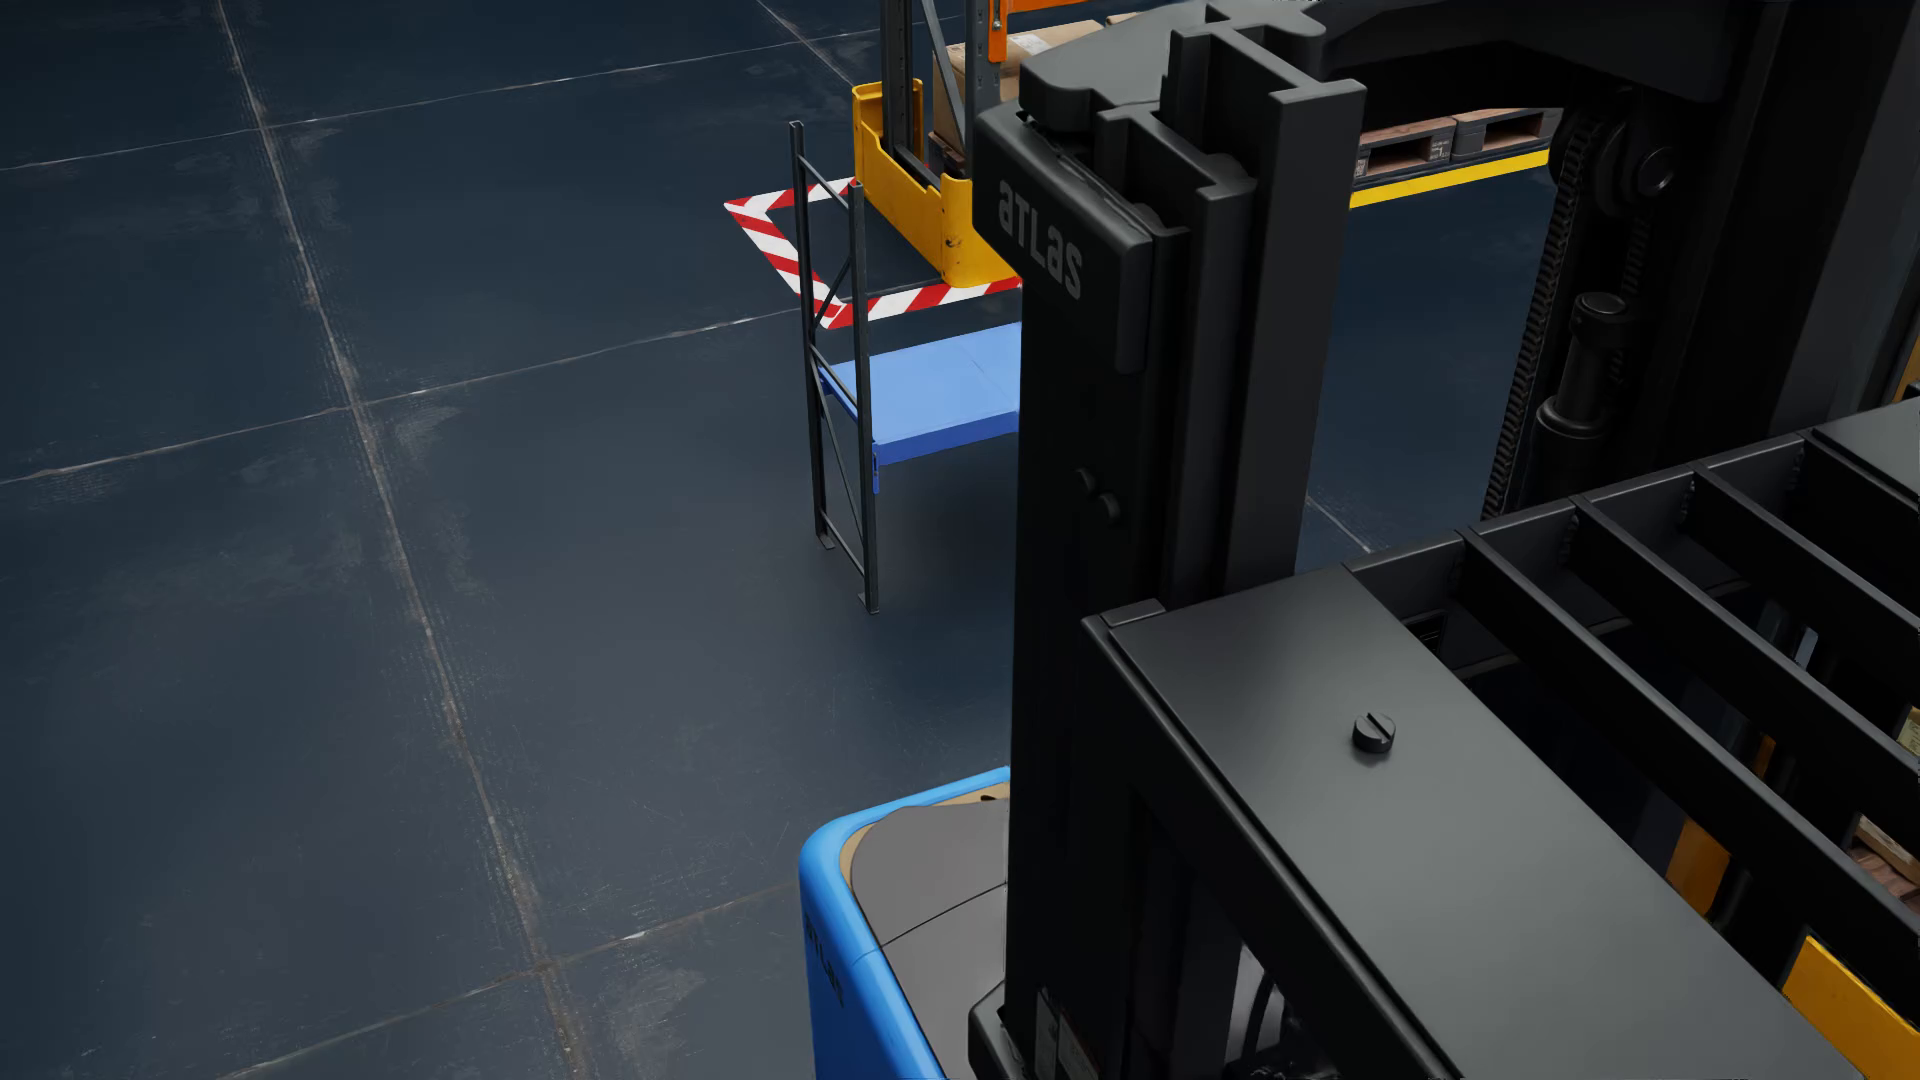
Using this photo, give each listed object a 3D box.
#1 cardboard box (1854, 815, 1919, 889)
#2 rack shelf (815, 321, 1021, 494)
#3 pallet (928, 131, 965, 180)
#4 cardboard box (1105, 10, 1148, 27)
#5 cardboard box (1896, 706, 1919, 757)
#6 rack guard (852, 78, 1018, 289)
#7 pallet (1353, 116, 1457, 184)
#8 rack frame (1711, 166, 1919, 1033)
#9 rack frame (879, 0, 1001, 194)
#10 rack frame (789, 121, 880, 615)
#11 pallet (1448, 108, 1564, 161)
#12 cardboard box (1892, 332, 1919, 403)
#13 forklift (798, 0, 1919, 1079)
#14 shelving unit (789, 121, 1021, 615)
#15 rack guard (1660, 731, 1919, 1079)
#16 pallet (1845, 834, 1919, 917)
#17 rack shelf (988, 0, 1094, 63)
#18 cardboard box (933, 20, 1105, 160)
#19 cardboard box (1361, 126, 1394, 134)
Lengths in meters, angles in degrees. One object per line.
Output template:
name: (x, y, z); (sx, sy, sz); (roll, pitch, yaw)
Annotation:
cardboard box: (2.484, 0.726, 4.294); (0.250, 0.149, 0.380); (-15, 39, -19)
rack shelf: (0.077, -0.480, 5.439); (1.000, 0.185, 0.538); (-16, 39, -20)
pallet: (0.592, -1.773, 7.964); (1.213, 0.211, 1.003); (-16, 39, -20)
cardboard box: (1.281, -2.246, 8.058); (0.875, 0.438, 0.875); (-15, 39, -19)
cardboard box: (2.468, 0.462, 4.151); (0.250, 0.149, 0.380); (-15, 39, -19)
rack guard: (-0.120, -1.639, 7.540); (0.348, 0.500, 1.175); (-16, 39, -20)
pallet: (1.695, -2.080, 8.377); (1.213, 0.211, 1.003); (-16, 39, -20)
rack frame: (2.096, -0.005, 3.239); (0.127, 3.000, 1.000); (-16, 39, -20)
rack frame: (-0.098, -2.649, 6.803); (0.127, 3.000, 1.000); (-16, 39, -20)
rack frame: (-0.383, -0.495, 5.159); (0.032, 1.500, 0.500); (-16, 39, -20)
pallet: (2.801, -2.391, 8.796); (1.213, 0.211, 1.003); (-16, 39, -20)
cardboard box: (2.394, -0.417, 3.461); (0.500, 0.500, 0.500); (-15, 39, -19)
forklift: (0.725, 0.932, 2.033); (1.130, 2.935, 3.031); (-15, 39, -19)
shelving unit: (0.077, -0.624, 5.332); (1.048, 1.500, 0.538); (-16, 39, -20)
rack guard: (2.165, 0.980, 4.009); (0.348, 0.500, 1.175); (-16, 39, -20)
pallet: (2.915, 0.909, 4.347); (1.213, 0.211, 1.003); (-16, 39, -20)
rack shelf: (1.712, -2.866, 7.700); (4.000, 0.370, 1.077); (-16, 39, -20)
cardboard box: (0.457, -2.009, 7.739); (0.875, 0.438, 0.875); (-17, 40, -21)
cardboard box: (2.098, -2.473, 8.364); (0.875, 0.438, 0.875); (-17, 40, -21)
